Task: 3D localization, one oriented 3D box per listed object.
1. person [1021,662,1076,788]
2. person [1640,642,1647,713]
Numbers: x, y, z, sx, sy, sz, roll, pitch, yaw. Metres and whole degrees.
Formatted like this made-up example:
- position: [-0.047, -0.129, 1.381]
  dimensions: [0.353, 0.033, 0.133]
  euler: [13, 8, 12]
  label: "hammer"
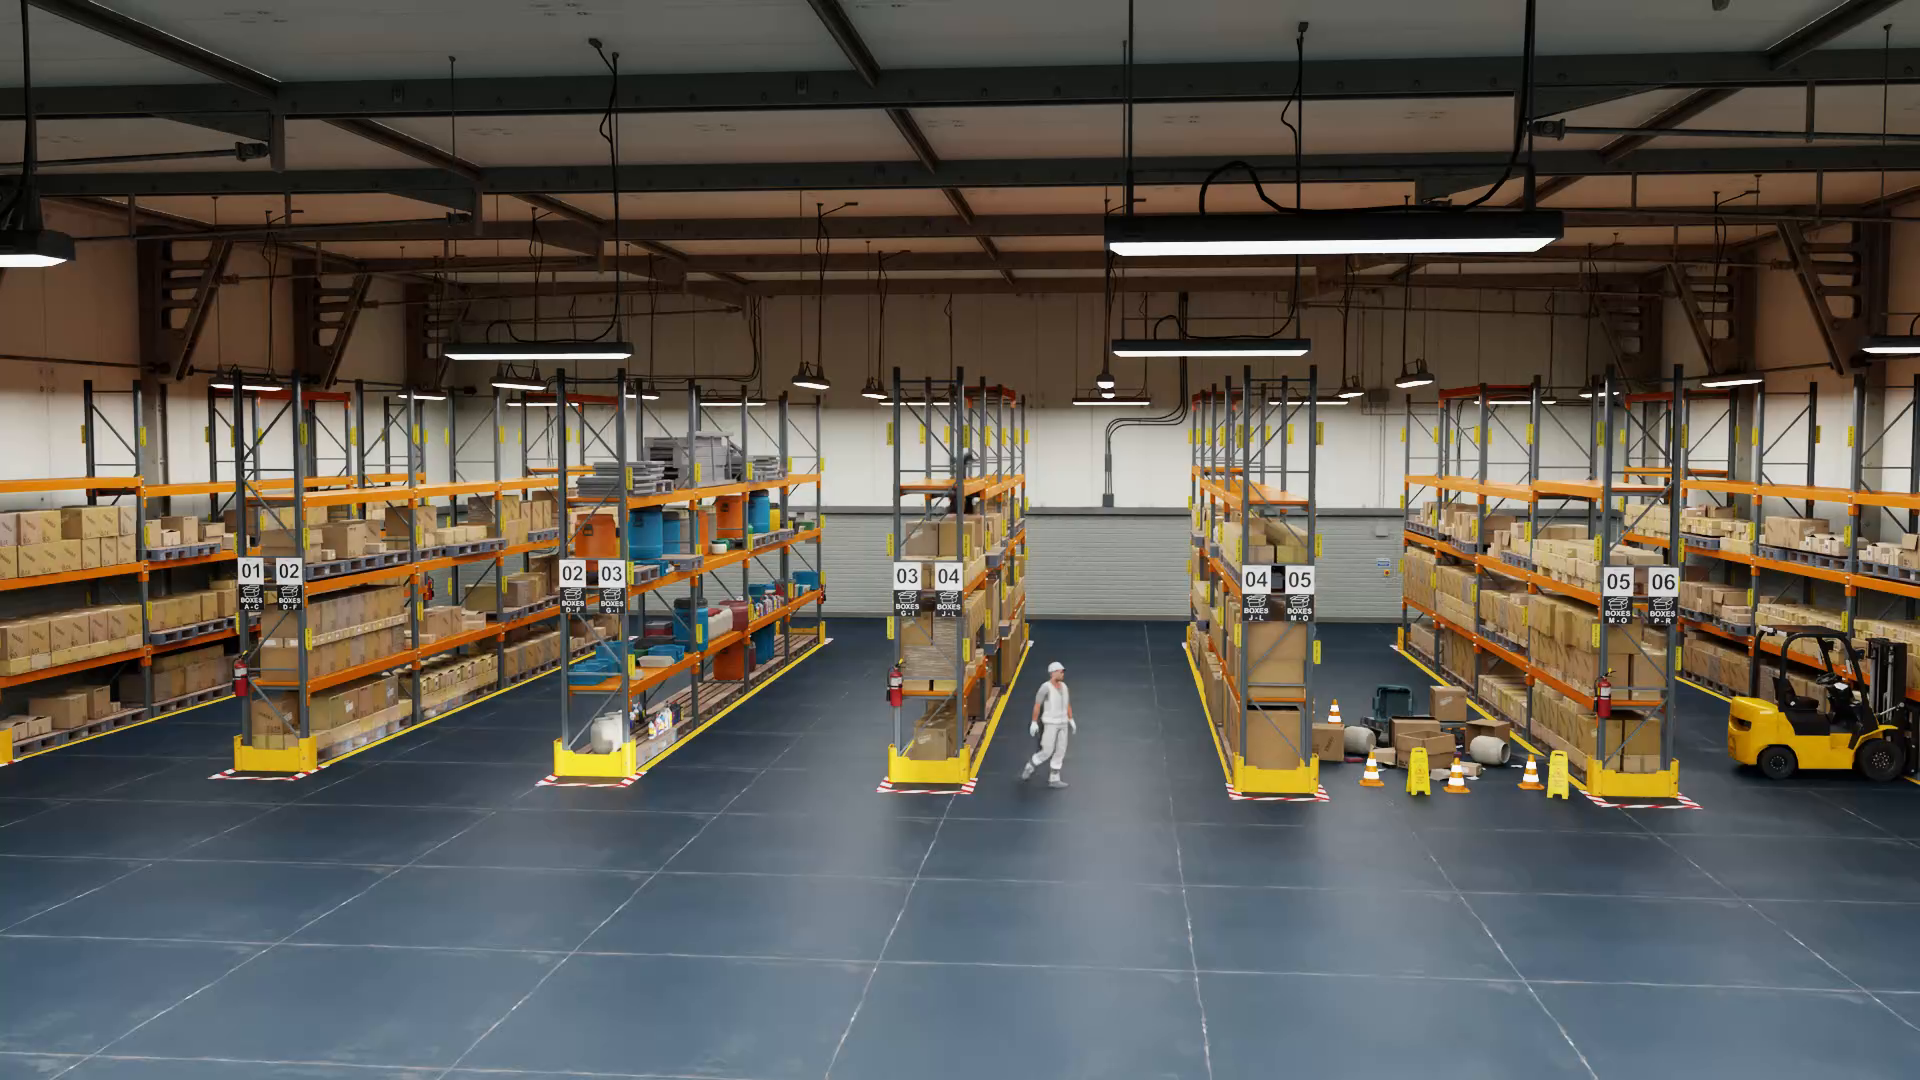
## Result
- position: [1.249, 2.633, 23.754]
  dimensions: [0.699, 1.781, 0.589]
  euler: [-3, 5, -41]
  label: "person"
- position: [11.899, 2.343, 29.388]
  dimensions: [0.574, 1.644, 0.903]
  euler: [0, 4, 3]
  label: "person"
